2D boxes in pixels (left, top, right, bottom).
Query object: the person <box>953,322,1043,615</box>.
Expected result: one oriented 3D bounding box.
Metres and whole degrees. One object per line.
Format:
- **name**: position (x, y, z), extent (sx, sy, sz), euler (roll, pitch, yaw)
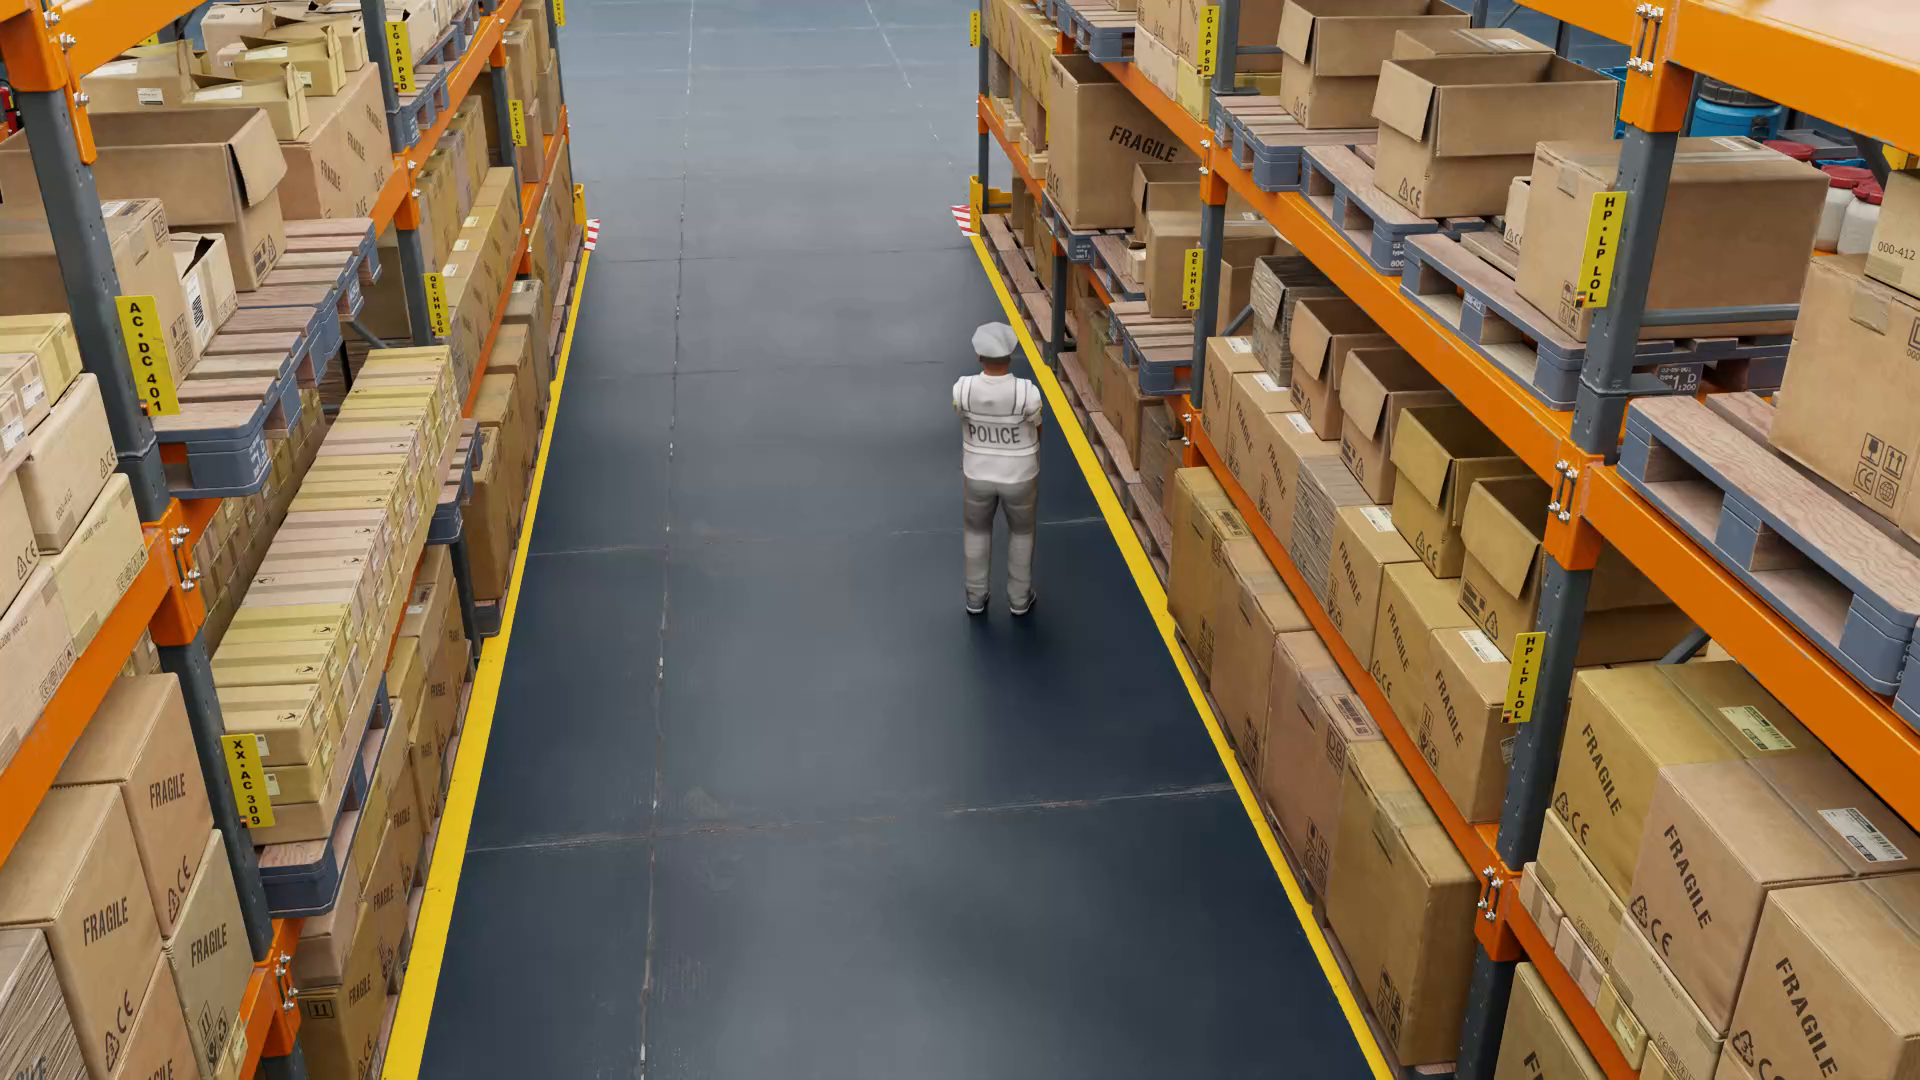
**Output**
- **person**: position (0.226, -0.422, 9.415), extent (0.494, 1.768, 0.571), euler (5, 27, 9)
